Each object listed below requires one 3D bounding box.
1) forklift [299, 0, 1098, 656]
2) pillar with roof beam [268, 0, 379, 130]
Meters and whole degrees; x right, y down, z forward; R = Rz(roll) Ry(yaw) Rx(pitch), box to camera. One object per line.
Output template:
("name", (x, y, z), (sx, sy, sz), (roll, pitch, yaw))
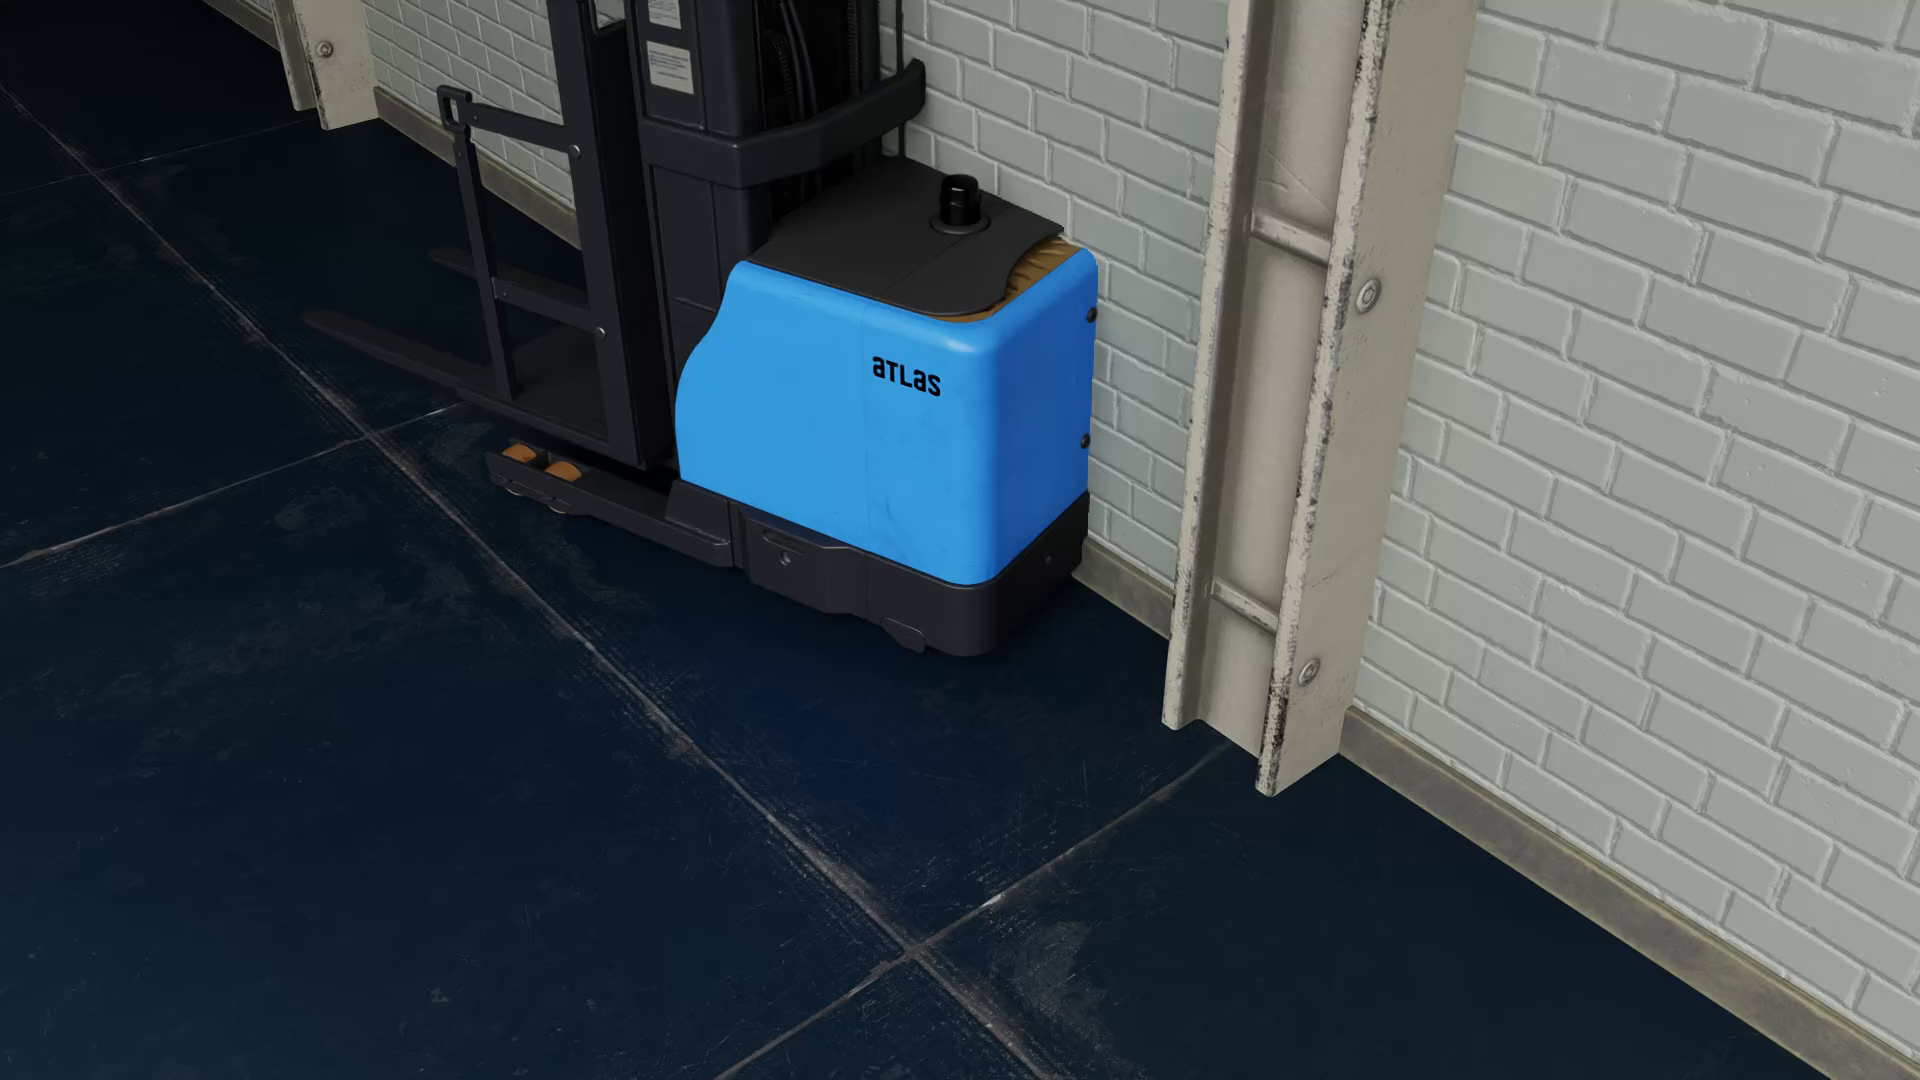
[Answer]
("forklift", (-0.938, -1.515, 4.853), (3.031, 2.935, 1.130), (20, 40, 26))
("pillar with roof beam", (-6.368, -4.192, 3.383), (9.100, 9.000, 0.400), (-26, 43, -32))
